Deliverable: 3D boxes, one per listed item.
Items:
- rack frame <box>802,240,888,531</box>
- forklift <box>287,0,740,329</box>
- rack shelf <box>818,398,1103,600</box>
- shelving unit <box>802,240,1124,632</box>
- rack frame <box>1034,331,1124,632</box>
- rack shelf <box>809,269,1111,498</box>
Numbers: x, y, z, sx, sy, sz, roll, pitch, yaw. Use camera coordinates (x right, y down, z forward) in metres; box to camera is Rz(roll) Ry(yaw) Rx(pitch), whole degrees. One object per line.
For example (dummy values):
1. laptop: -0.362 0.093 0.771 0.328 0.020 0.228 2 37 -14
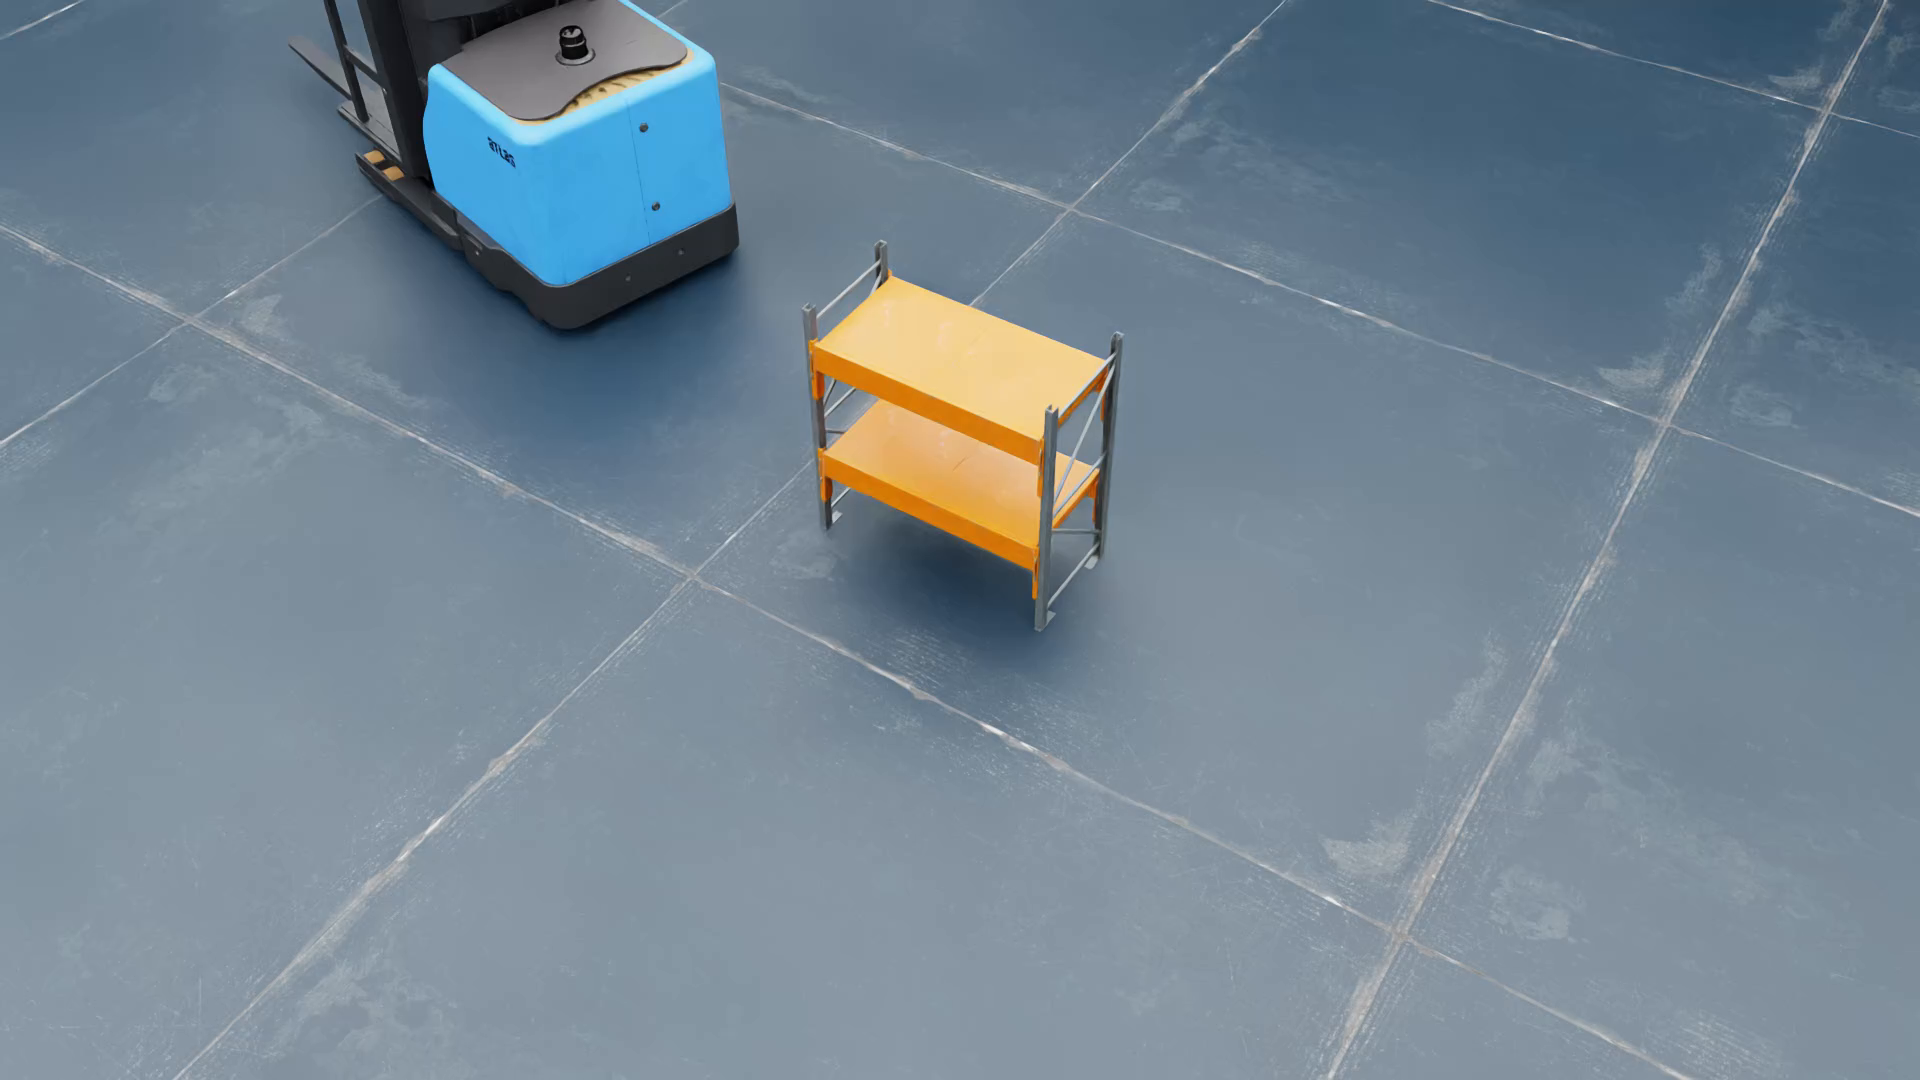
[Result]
1. rack frame: -0.422 -0.586 6.535 0.032 1.125 0.500 25 51 22
2. forklift: -2.424 -2.960 7.582 1.130 2.935 3.031 -33 54 -28
3. rack shelf: 0.006 -0.219 6.519 1.000 0.278 0.538 25 51 22
4. shelving unit: 0.006 -0.389 6.344 1.048 1.125 0.538 25 51 22
5. rack frame: 0.434 -0.193 6.153 0.032 1.125 0.500 25 51 22
6. rack shelf: 0.006 -0.593 6.134 1.000 0.278 0.538 25 51 22
